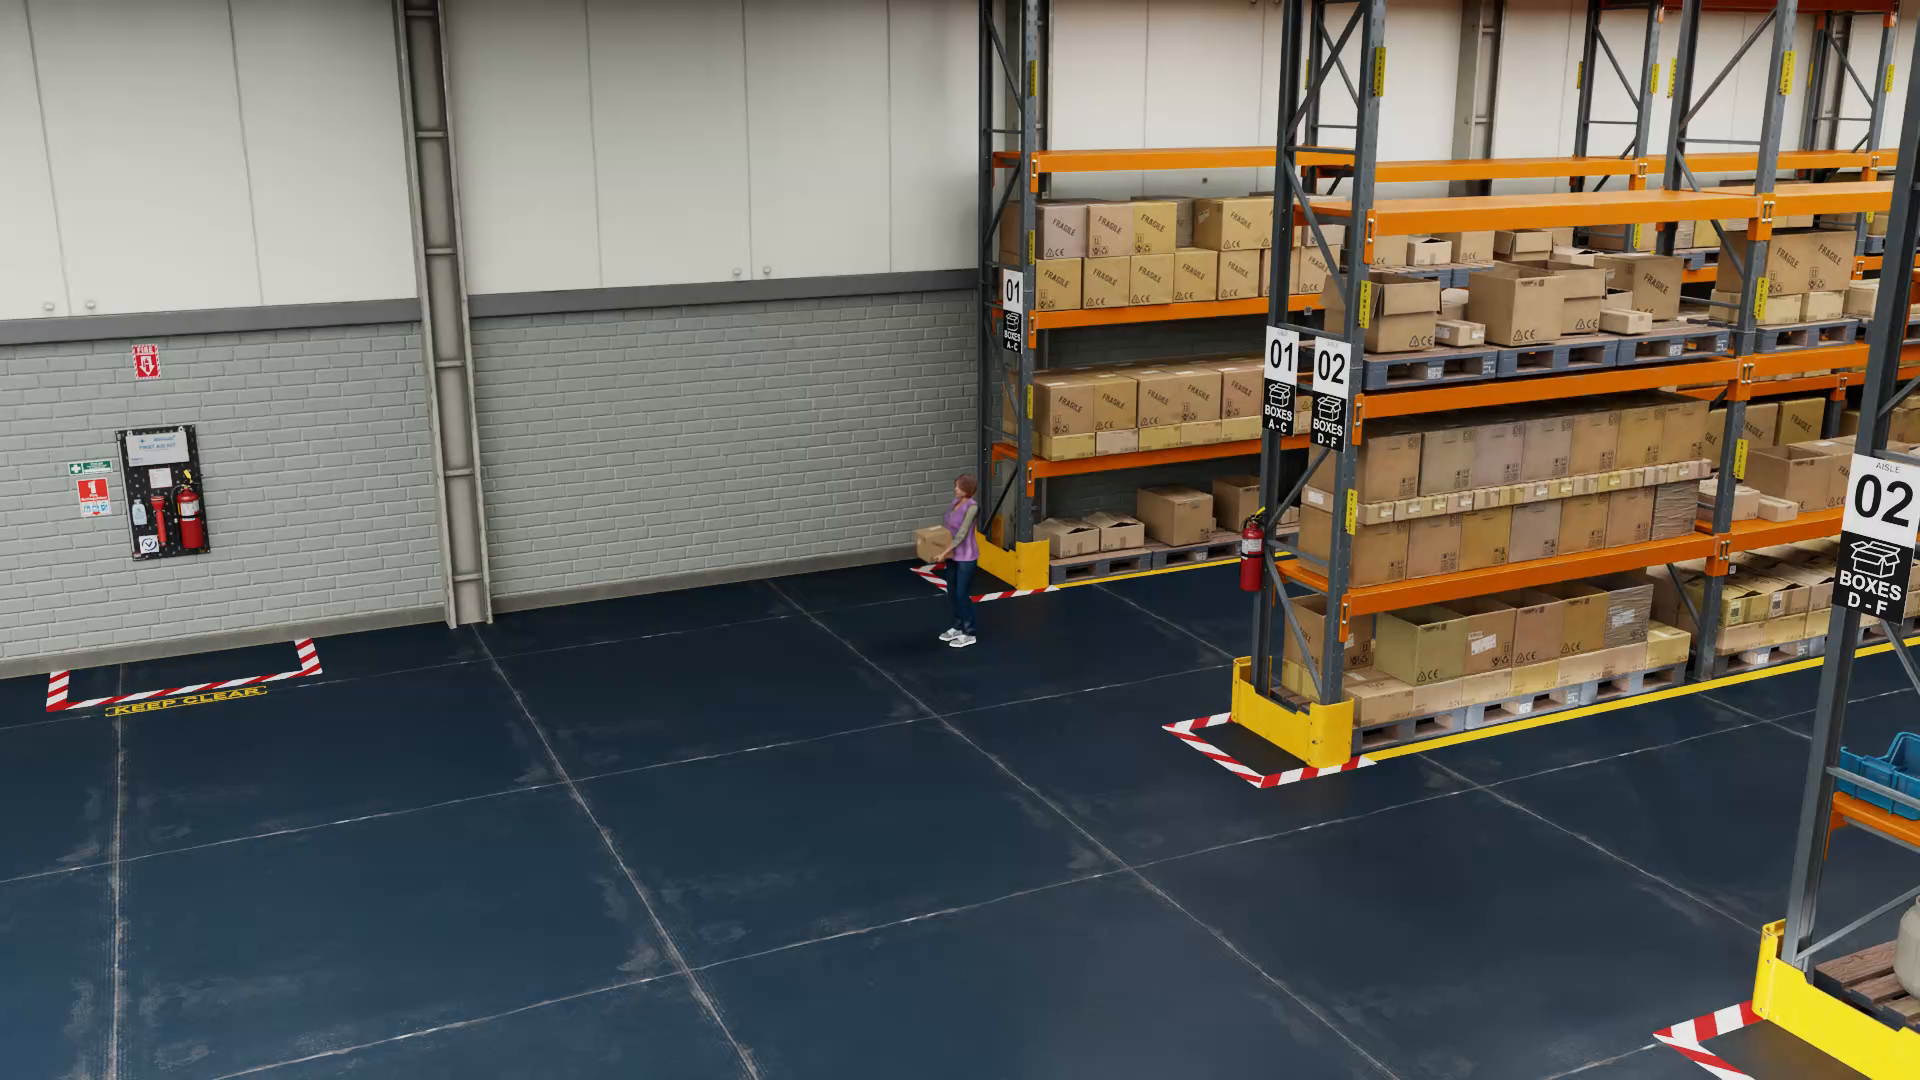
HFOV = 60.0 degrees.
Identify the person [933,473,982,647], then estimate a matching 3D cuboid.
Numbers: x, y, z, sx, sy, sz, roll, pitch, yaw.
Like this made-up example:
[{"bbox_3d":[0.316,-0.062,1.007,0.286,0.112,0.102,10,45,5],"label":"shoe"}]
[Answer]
[{"bbox_3d":[-0.070,0.181,15.094,0.494,1.594,0.404,-7,17,-24],"label":"person"}]
